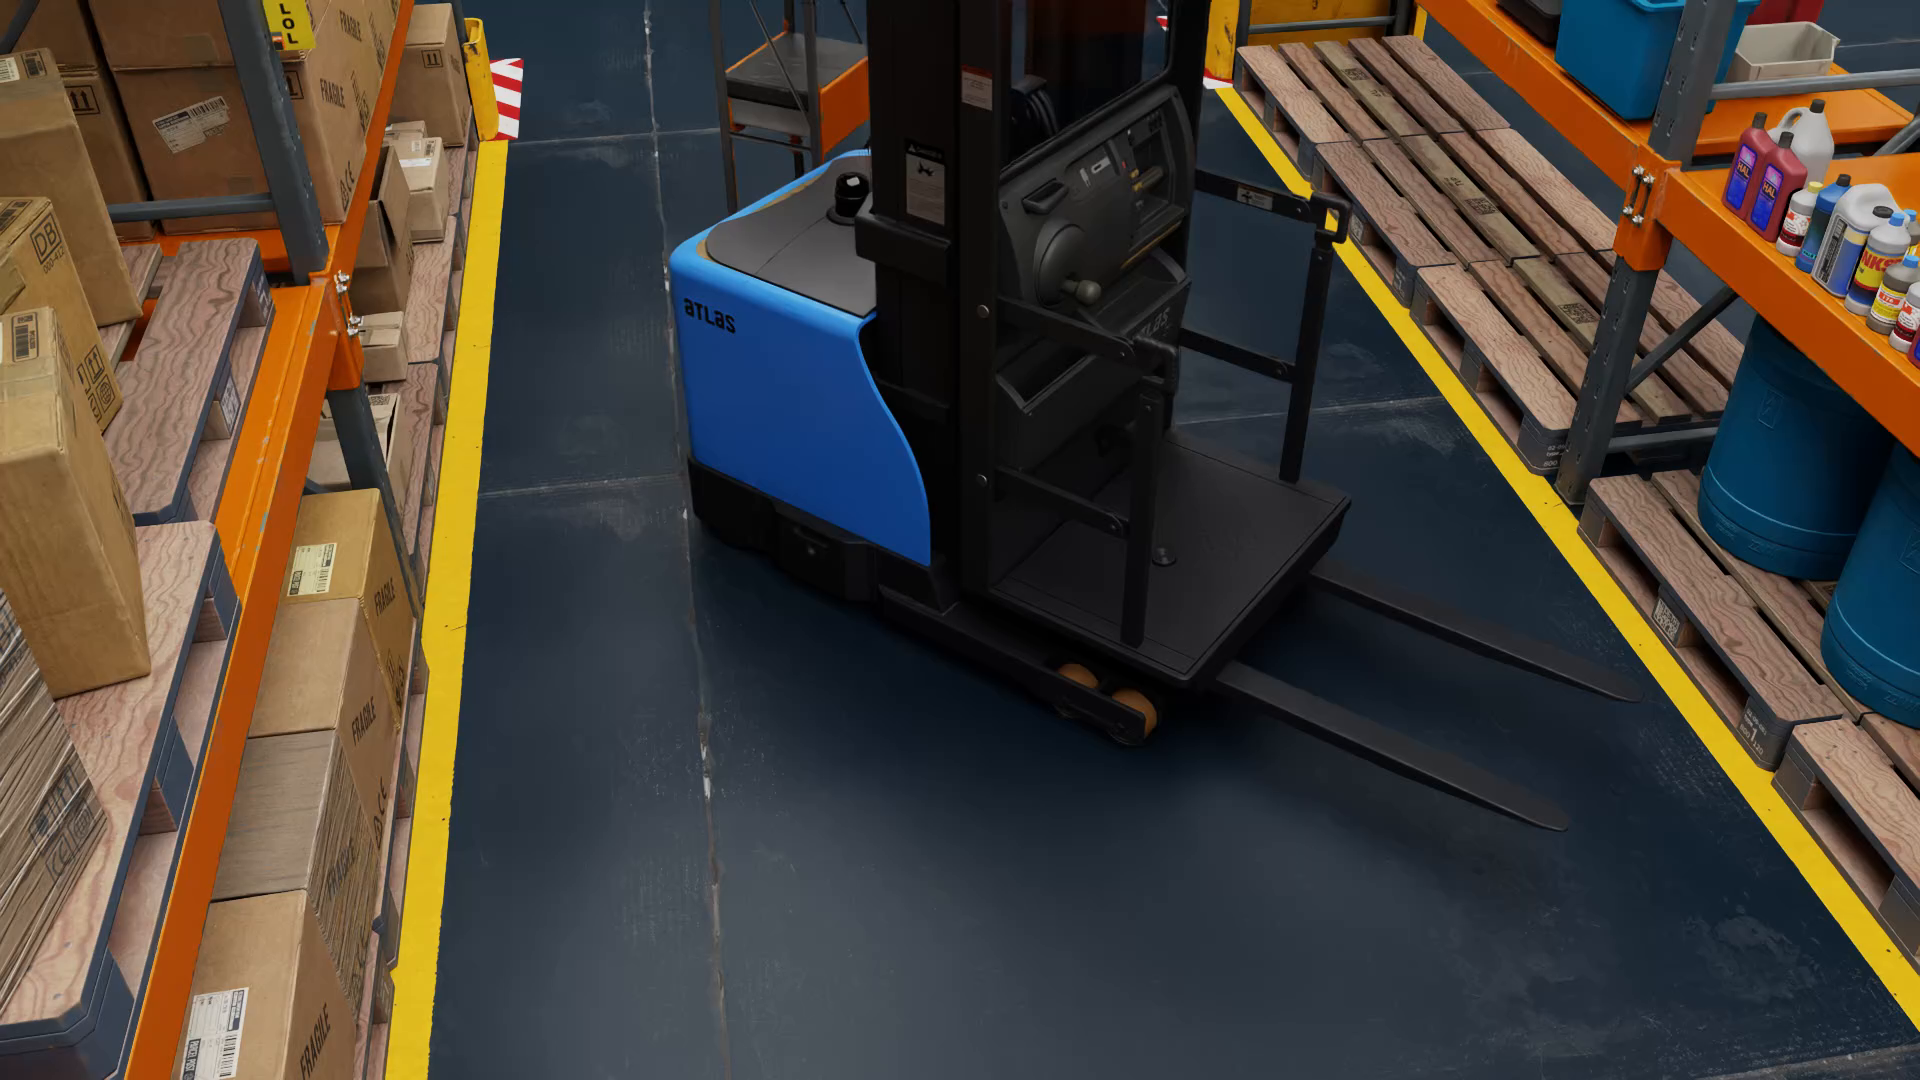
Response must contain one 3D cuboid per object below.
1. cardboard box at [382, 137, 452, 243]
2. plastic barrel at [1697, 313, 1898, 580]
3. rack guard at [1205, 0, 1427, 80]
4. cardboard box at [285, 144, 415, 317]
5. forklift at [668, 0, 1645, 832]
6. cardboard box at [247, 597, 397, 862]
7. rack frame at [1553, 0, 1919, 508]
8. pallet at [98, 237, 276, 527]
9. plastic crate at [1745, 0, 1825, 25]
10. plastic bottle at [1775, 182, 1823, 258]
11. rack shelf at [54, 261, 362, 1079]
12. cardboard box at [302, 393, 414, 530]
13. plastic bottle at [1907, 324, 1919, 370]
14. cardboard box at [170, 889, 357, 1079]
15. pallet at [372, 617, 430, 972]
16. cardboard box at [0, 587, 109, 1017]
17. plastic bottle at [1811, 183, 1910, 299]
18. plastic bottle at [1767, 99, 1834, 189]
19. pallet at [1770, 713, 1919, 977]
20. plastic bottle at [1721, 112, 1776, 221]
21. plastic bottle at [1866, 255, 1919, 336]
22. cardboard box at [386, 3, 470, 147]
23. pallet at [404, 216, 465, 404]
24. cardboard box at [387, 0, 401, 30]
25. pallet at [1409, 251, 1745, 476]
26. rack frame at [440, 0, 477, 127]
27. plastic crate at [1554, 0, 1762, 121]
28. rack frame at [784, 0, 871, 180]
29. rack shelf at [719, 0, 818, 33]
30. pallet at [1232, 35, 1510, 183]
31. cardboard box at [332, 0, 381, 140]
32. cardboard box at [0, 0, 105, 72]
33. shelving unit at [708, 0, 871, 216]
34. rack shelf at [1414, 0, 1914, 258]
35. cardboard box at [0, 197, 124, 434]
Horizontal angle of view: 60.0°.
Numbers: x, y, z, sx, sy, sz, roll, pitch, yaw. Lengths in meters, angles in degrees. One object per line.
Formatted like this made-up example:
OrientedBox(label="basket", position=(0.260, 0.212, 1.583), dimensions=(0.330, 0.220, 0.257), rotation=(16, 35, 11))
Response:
OrientedBox(label="cardboard box", position=(-2.464, -1.484, 7.098), dimensions=(0.500, 0.250, 0.500), rotation=(-6, 38, -8))
OrientedBox(label="plastic barrel", position=(2.719, -0.396, 5.183), dimensions=(0.600, 0.901, 0.708), rotation=(-6, 38, -8))
OrientedBox(label="rack guard", position=(1.922, -2.831, 8.987), dimensions=(1.175, 0.500, 0.348), rotation=(-6, 38, -8))
OrientedBox(label="cardboard box", position=(-2.572, -1.181, 6.501), dimensions=(0.797, 0.503, 0.637), rotation=(-6, 38, -8))
OrientedBox(label="forklift", position=(0.566, -0.919, 4.544), dimensions=(3.031, 2.935, 1.130), rotation=(24, 44, 27))
OrientedBox(label="cardboard box", position=(-1.790, 0.521, 4.313), dimensions=(0.500, 0.500, 0.500), rotation=(-6, 38, -8))
OrientedBox(label="rack frame", position=(2.640, -1.389, 5.093), dimensions=(1.000, 3.000, 0.127), rotation=(-6, 38, -8))
OrientedBox(label="pallet", position=(-2.204, -0.289, 3.833), dimensions=(1.003, 0.211, 1.213), rotation=(-6, 38, -8))
OrientedBox(label="plastic crate", position=(2.731, -2.005, 5.784), dimensions=(0.402, 0.464, 0.583), rotation=(-6, 38, -8))
OrientedBox(label="plastic bottle", position=(2.346, -0.895, 4.619), dimensions=(0.097, 0.201, 0.097), rotation=(0, 38, 0))
OrientedBox(label="rack shelf", position=(-1.886, 0.633, 3.076), dimensions=(1.077, 0.370, 4.000), rotation=(-6, 38, -8))
OrientedBox(label="cardboard box", position=(-2.098, -0.248, 5.457), dimensions=(0.500, 0.311, 0.500), rotation=(-6, 38, -8))
OrientedBox(label="plastic bottle", position=(2.440, -0.539, 4.095), dimensions=(0.061, 0.283, 0.133), rotation=(-6, 38, -8))
OrientedBox(label="cardboard box", position=(-1.611, 1.131, 3.528), dimensions=(0.500, 0.500, 0.500), rotation=(-7, 38, -9))
OrientedBox(label="pallet", position=(-2.057, 0.730, 4.639), dimensions=(1.003, 0.211, 1.213), rotation=(-6, 38, -8))
OrientedBox(label="cardboard box", position=(-1.730, 0.411, 2.353), dimensions=(0.700, 0.500, 0.500), rotation=(0, 38, 1))
OrientedBox(label="plastic bottle", position=(2.410, -0.799, 4.434), dimensions=(0.152, 0.276, 0.135), rotation=(-6, 38, -8))
OrientedBox(label="plastic bottle", position=(2.390, -1.098, 4.759), dimensions=(0.144, 0.351, 0.185), rotation=(-6, 38, -8))
OrientedBox(label="pallet", position=(2.952, 0.921, 4.393), dimensions=(1.003, 0.211, 1.213), rotation=(-6, 38, -8))
OrientedBox(label="plastic bottle", position=(2.284, -1.076, 4.785), dimensions=(0.061, 0.283, 0.133), rotation=(-6, 38, -8))
OrientedBox(label="plastic bottle", position=(2.421, -0.638, 4.288), dimensions=(0.097, 0.201, 0.097), rotation=(0, 38, 0))
OrientedBox(label="cardboard box", position=(-2.601, -2.160, 7.764), dimensions=(0.500, 0.500, 0.500), rotation=(-6, 38, -8))
OrientedBox(label="pallet", position=(-2.574, -0.911, 6.751), dimensions=(1.003, 0.211, 1.213), rotation=(-6, 38, -8))
OrientedBox(label="cardboard box", position=(-2.327, -2.154, 5.996), dimensions=(0.500, 0.500, 0.500), rotation=(-7, 38, -9))
OrientedBox(label="pallet", position=(2.473, -0.728, 6.515), dimensions=(1.003, 0.211, 1.213), rotation=(-6, 38, -8))
OrientedBox(label="rack frame", position=(-2.938, -3.275, 7.520), dimensions=(1.000, 3.000, 0.127), rotation=(-6, 38, -8))
OrientedBox(label="plastic crate", position=(2.223, -1.652, 5.396), dimensions=(0.392, 0.384, 0.575), rotation=(-6, 38, -8))
OrientedBox(label="rack frame", position=(-0.456, -1.660, 6.175), dimensions=(0.400, 2.100, 0.015), rotation=(16, 41, 19))
OrientedBox(label="rack shelf", position=(-0.559, -2.066, 5.580), dimensions=(0.431, 0.518, 0.480), rotation=(16, 41, 19))
OrientedBox(label="pallet", position=(2.045, -2.202, 8.412), dimensions=(1.003, 0.211, 1.213), rotation=(-6, 38, -8))
OrientedBox(label="cardboard box", position=(-2.151, -1.544, 5.211), dimensions=(0.500, 0.500, 0.500), rotation=(-6, 38, -7))
OrientedBox(label="cardboard box", position=(-2.581, -1.571, 4.430), dimensions=(0.500, 0.500, 0.500), rotation=(-6, 38, -8))
OrientedBox(label="shelving unit", position=(-0.559, -1.524, 6.001), dimensions=(0.431, 2.100, 0.503), rotation=(16, 41, 19))
OrientedBox(label="rack shelf", position=(2.290, -2.313, 6.869), dimensions=(1.077, 0.370, 4.000), rotation=(-6, 38, -8))
OrientedBox(label="cardboard box", position=(-2.191, -0.345, 3.326), dimensions=(0.700, 0.500, 0.500), rotation=(-1, 38, -1))
